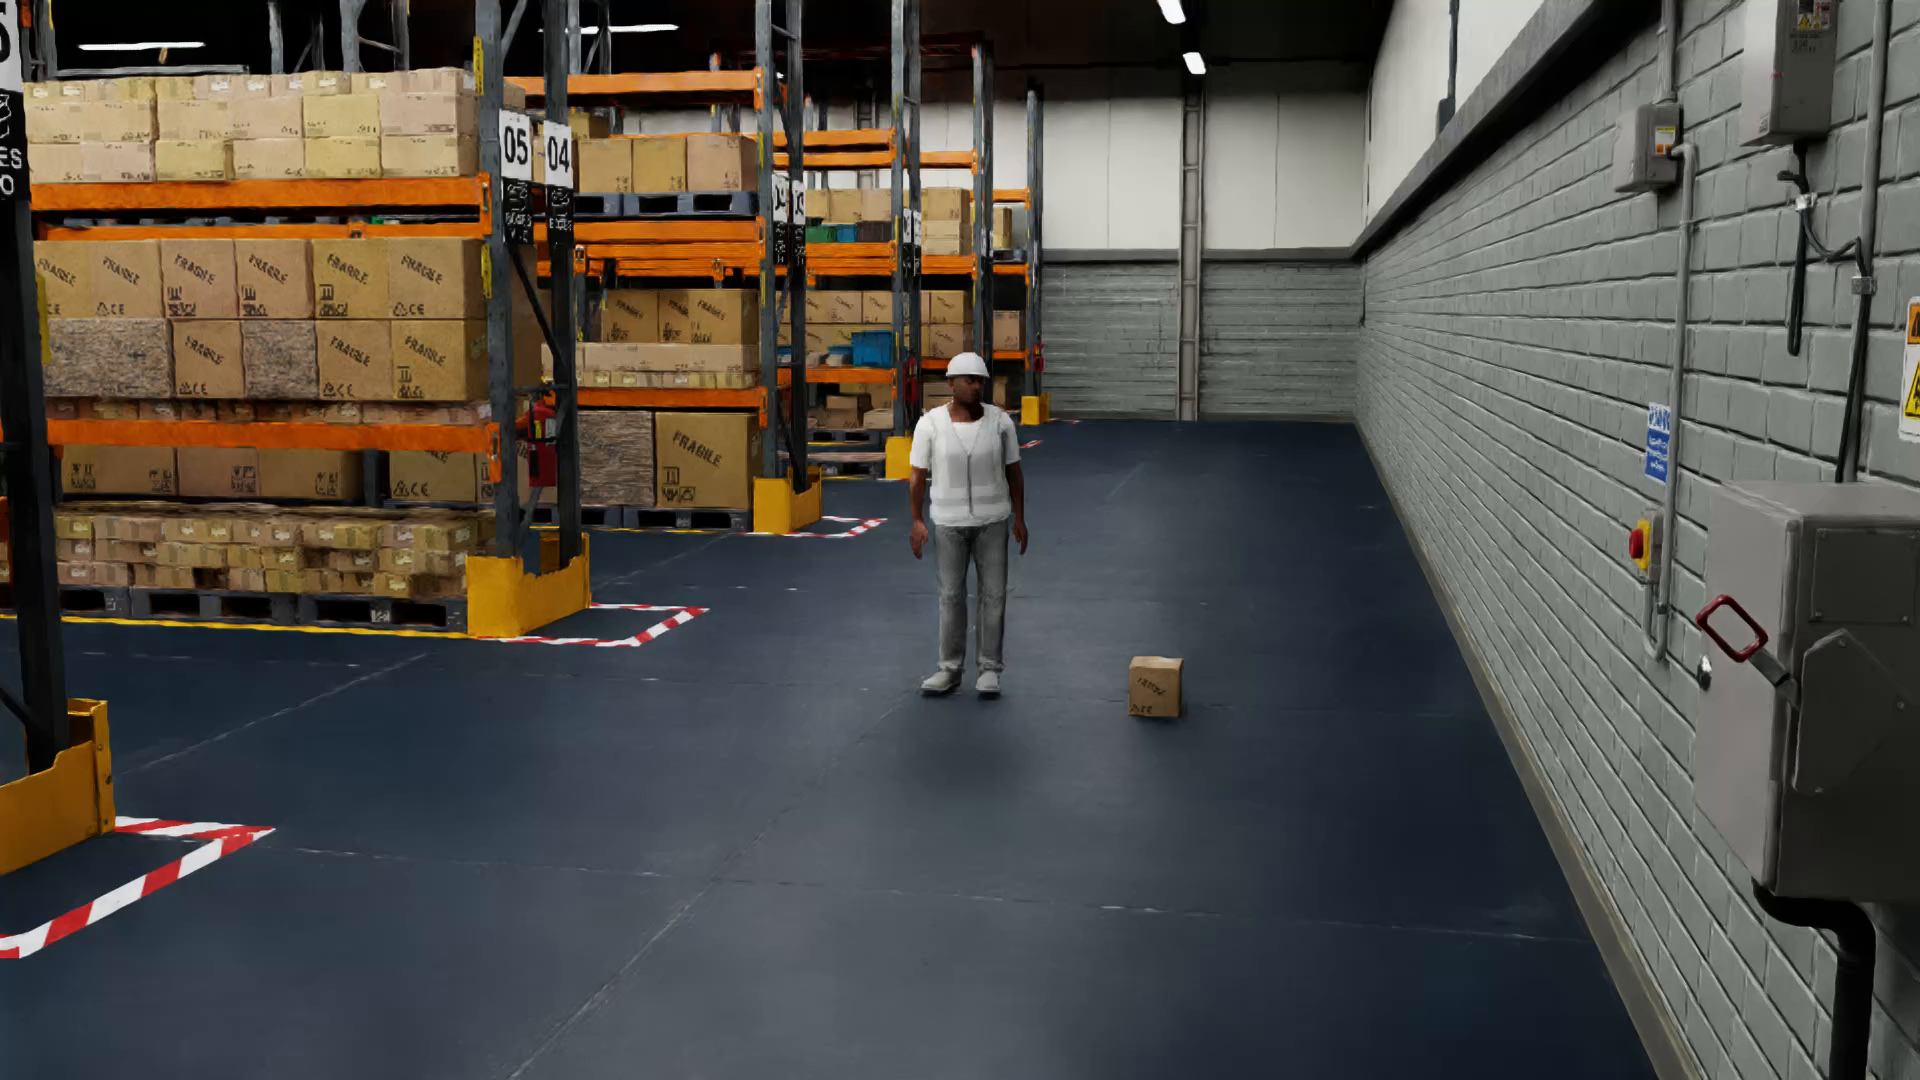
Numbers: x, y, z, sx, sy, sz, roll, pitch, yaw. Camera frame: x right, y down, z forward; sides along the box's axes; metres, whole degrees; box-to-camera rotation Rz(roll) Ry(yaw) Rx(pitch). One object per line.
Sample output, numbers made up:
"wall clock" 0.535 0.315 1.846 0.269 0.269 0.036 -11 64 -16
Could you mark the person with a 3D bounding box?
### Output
"person" 0.047 -0.087 8.670 0.624 1.772 0.413 0 8 -2
